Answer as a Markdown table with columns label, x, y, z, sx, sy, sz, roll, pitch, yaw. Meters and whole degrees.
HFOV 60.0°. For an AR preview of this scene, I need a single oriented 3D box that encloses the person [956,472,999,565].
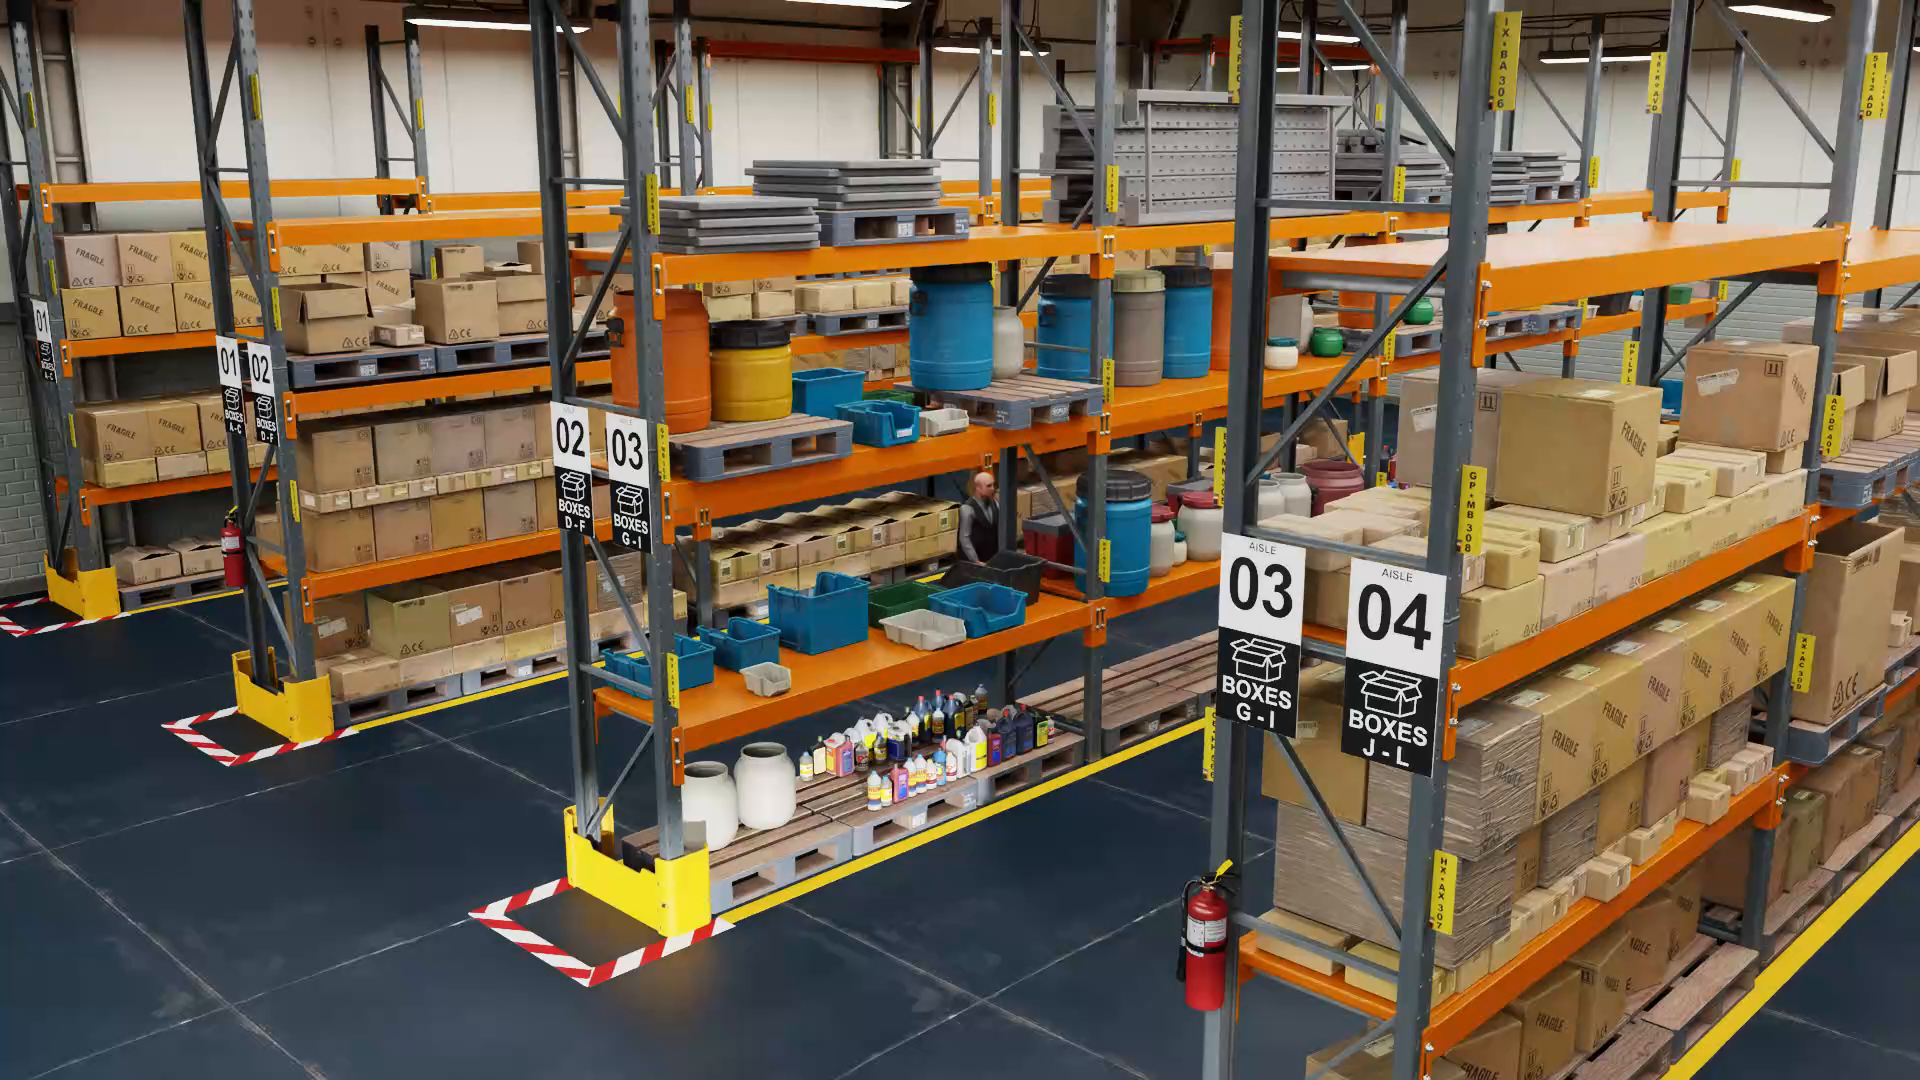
| label | x | y | z | sx | sy | sz | roll | pitch | yaw |
| --- | --- | --- | --- | --- | --- | --- | --- | --- | --- |
| person | 0.200 | 0.210 | 15.667 | 0.435 | 1.727 | 0.553 | 12 | 18 | 41 |
